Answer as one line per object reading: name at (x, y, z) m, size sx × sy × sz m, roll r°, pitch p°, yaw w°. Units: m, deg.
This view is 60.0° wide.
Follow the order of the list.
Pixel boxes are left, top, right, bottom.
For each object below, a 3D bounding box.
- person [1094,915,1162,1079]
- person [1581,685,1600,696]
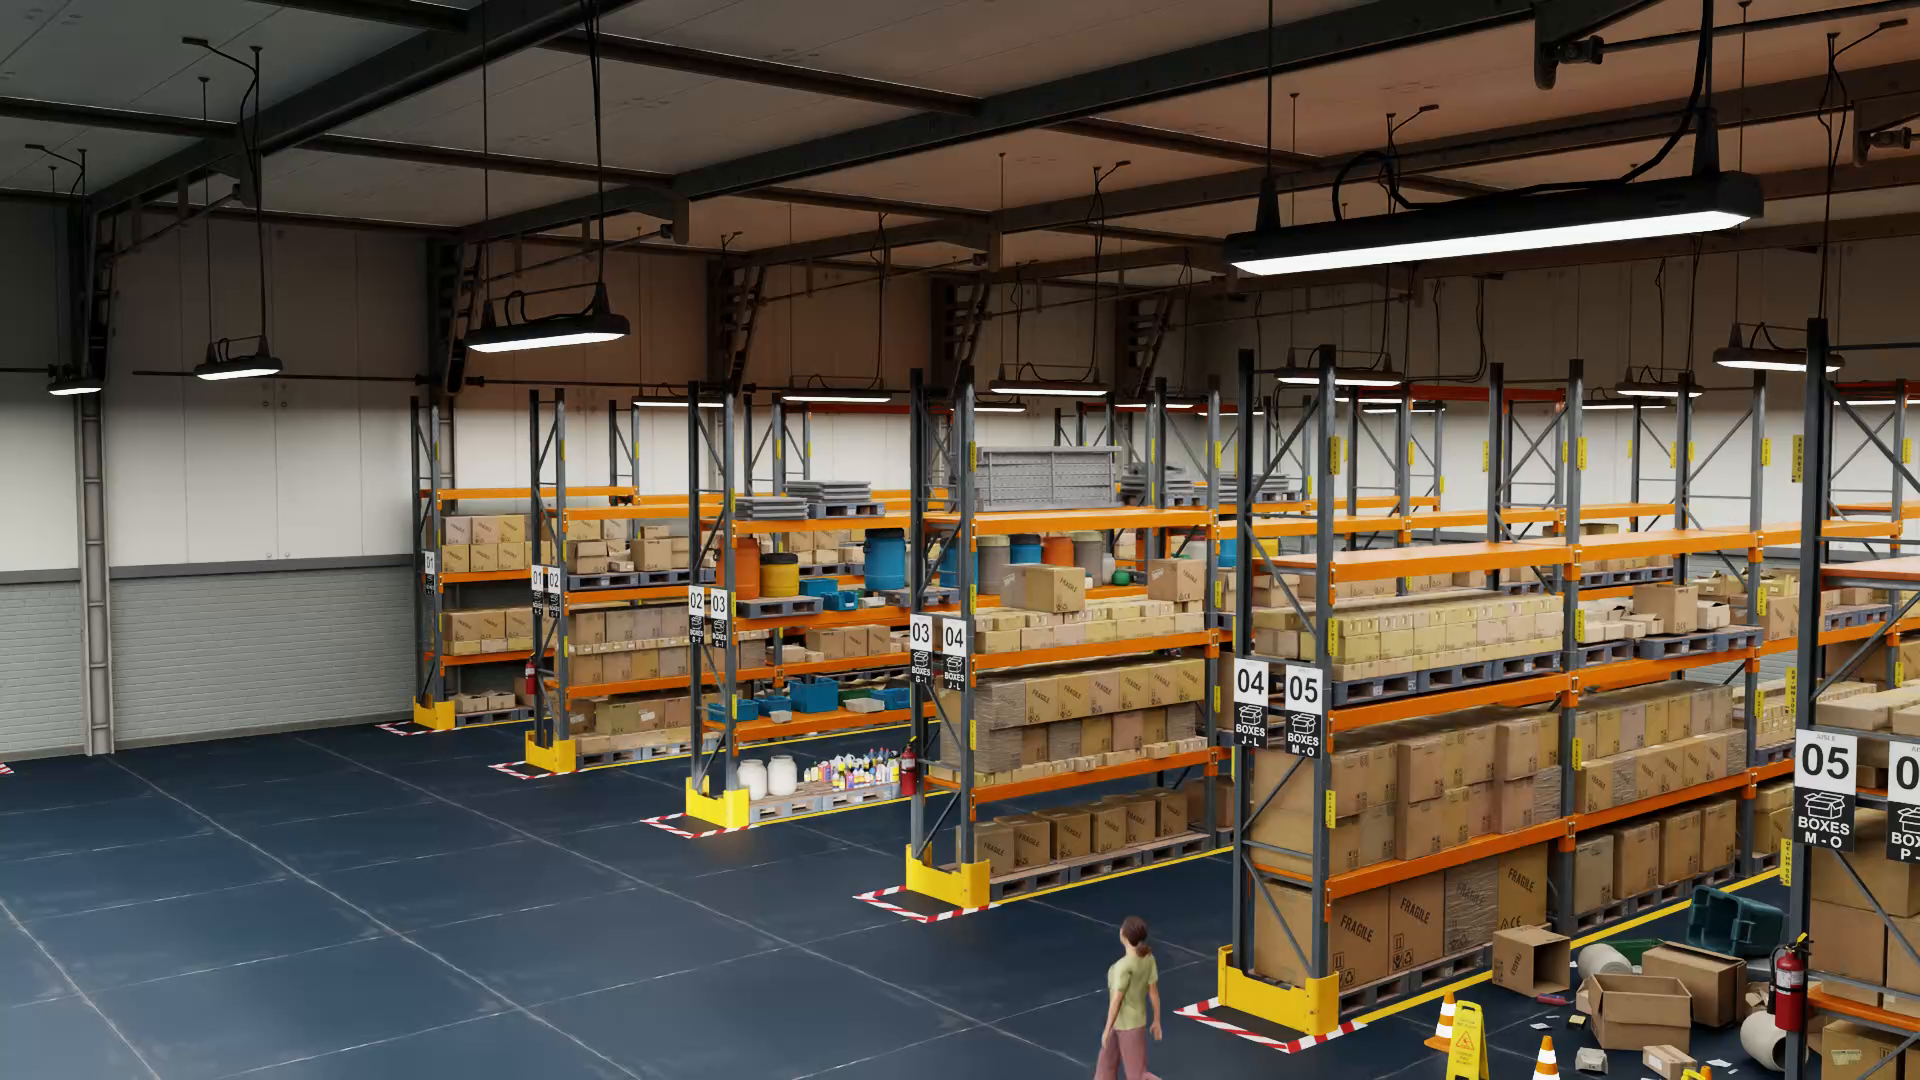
person at (1.290, 3.613, 12.373) m, size 0.957 × 1.640 × 0.432 m, roll 0°, pitch 3°, yaw 5°
person at (9.052, 2.900, 24.360) m, size 0.572 × 1.707 × 0.516 m, roll 0°, pitch 3°, yaw -1°
